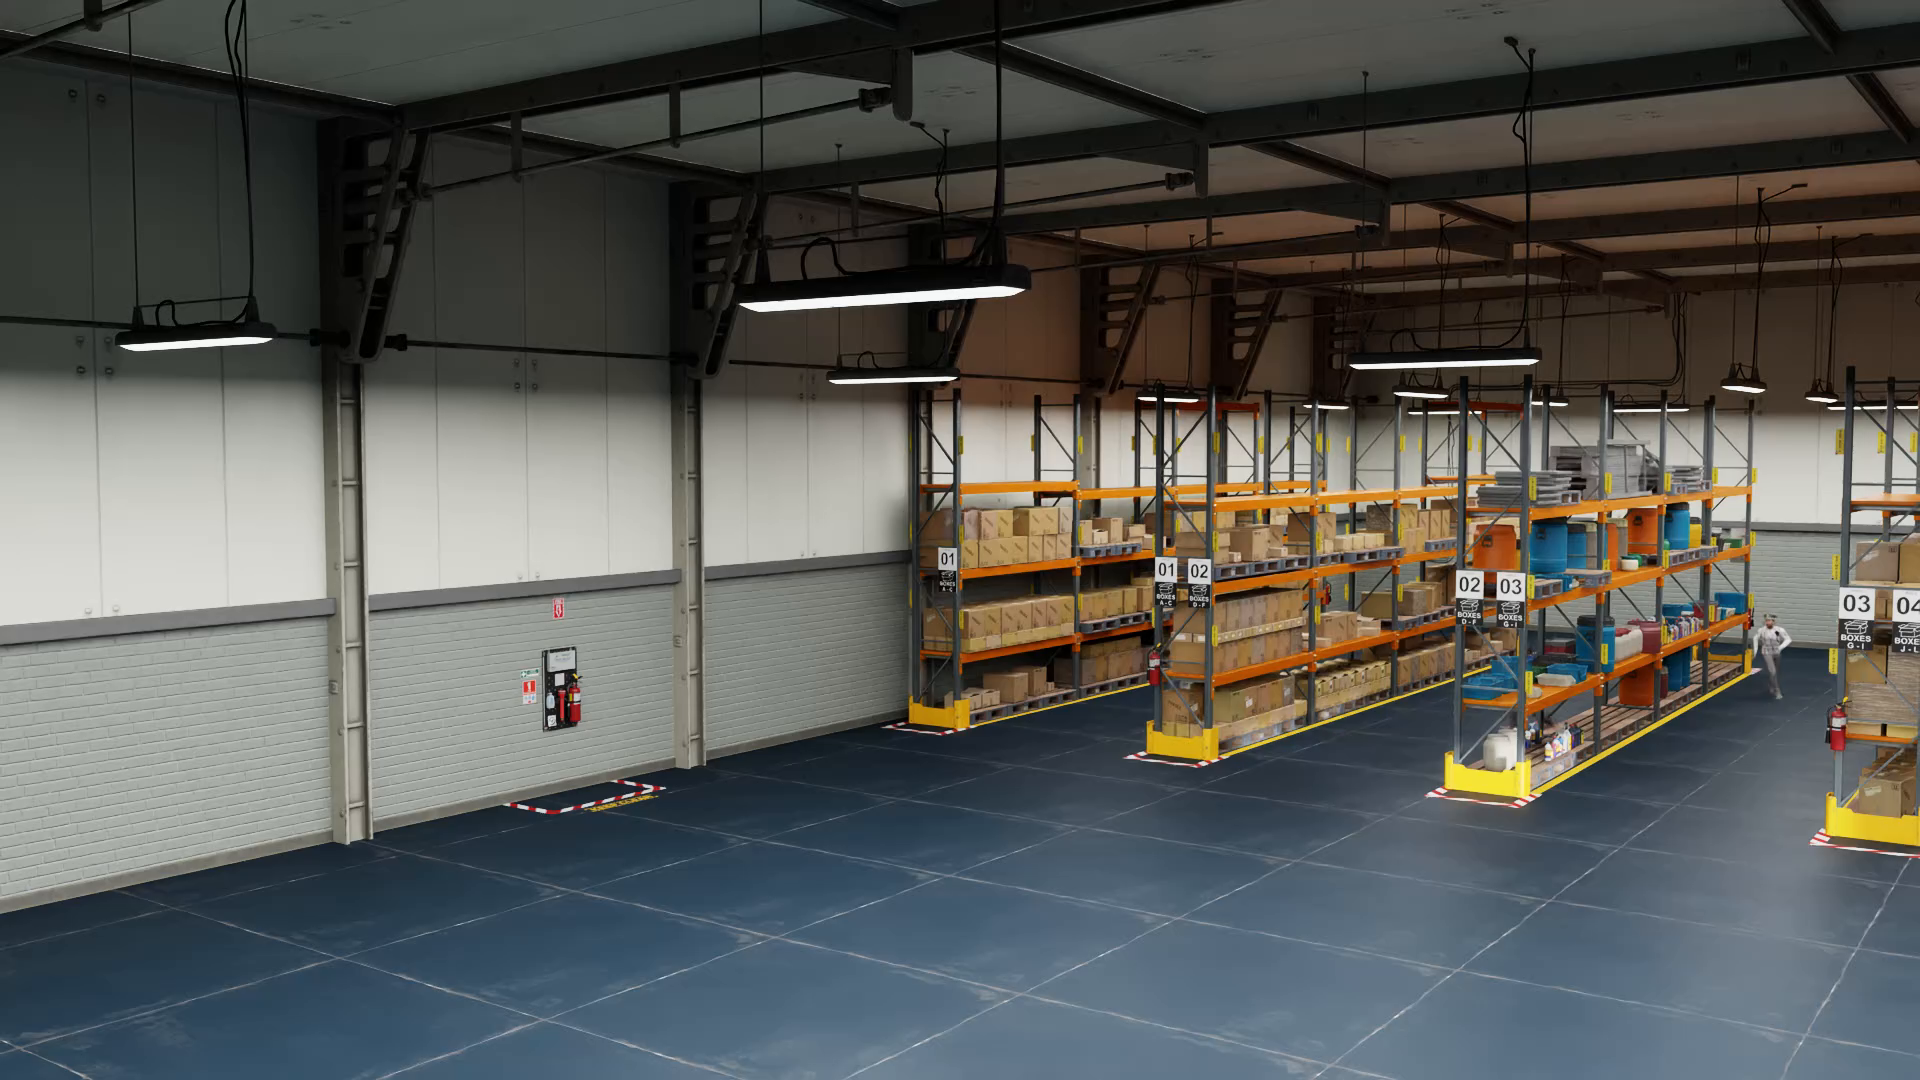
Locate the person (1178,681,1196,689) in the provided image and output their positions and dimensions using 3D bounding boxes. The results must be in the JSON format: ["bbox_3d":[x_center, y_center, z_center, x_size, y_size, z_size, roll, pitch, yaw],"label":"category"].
[{"bbox_3d":[4.230,2.389,31.265,0.513,1.669,0.498,2,4,31],"label":"person"}]

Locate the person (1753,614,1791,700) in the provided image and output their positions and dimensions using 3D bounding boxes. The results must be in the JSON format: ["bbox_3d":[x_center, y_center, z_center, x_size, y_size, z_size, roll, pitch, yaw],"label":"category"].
[{"bbox_3d":[16.147,2.294,33.098,0.614,1.688,0.814,0,3,7],"label":"person"}]

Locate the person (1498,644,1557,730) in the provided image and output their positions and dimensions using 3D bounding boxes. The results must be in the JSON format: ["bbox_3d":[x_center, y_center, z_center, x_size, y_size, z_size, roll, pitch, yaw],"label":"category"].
[{"bbox_3d":[9.712,2.566,28.541,0.448,1.584,1.034,-3,4,-43],"label":"person"}]
